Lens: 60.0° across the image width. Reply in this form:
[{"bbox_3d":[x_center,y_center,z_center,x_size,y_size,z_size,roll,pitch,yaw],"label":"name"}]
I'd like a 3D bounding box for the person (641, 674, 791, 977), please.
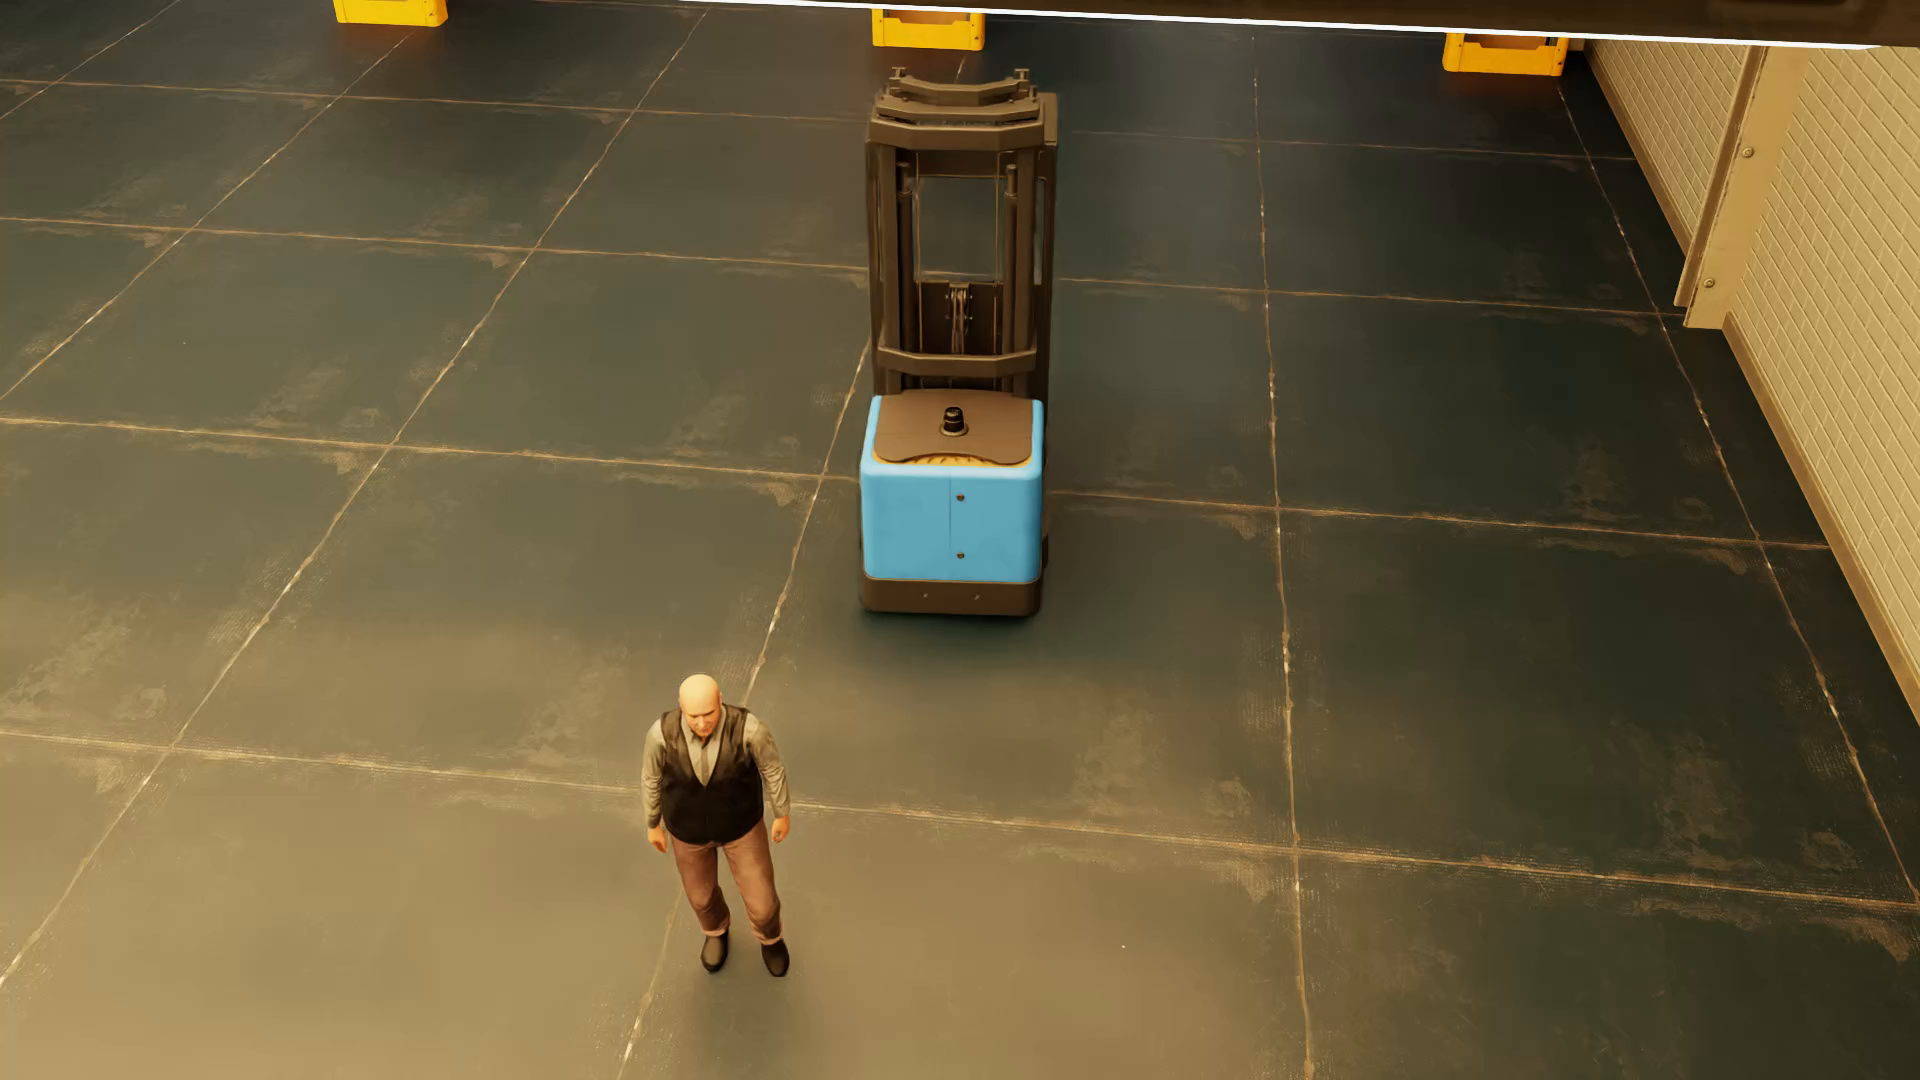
[{"bbox_3d":[-1.066,1.297,7.324,0.645,1.724,0.494,-3,36,-4],"label":"person"}]

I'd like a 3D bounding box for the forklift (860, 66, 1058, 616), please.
[{"bbox_3d":[0.017,-1.584,10.178,1.130,2.935,3.031,2,36,2],"label":"forklift"}]
